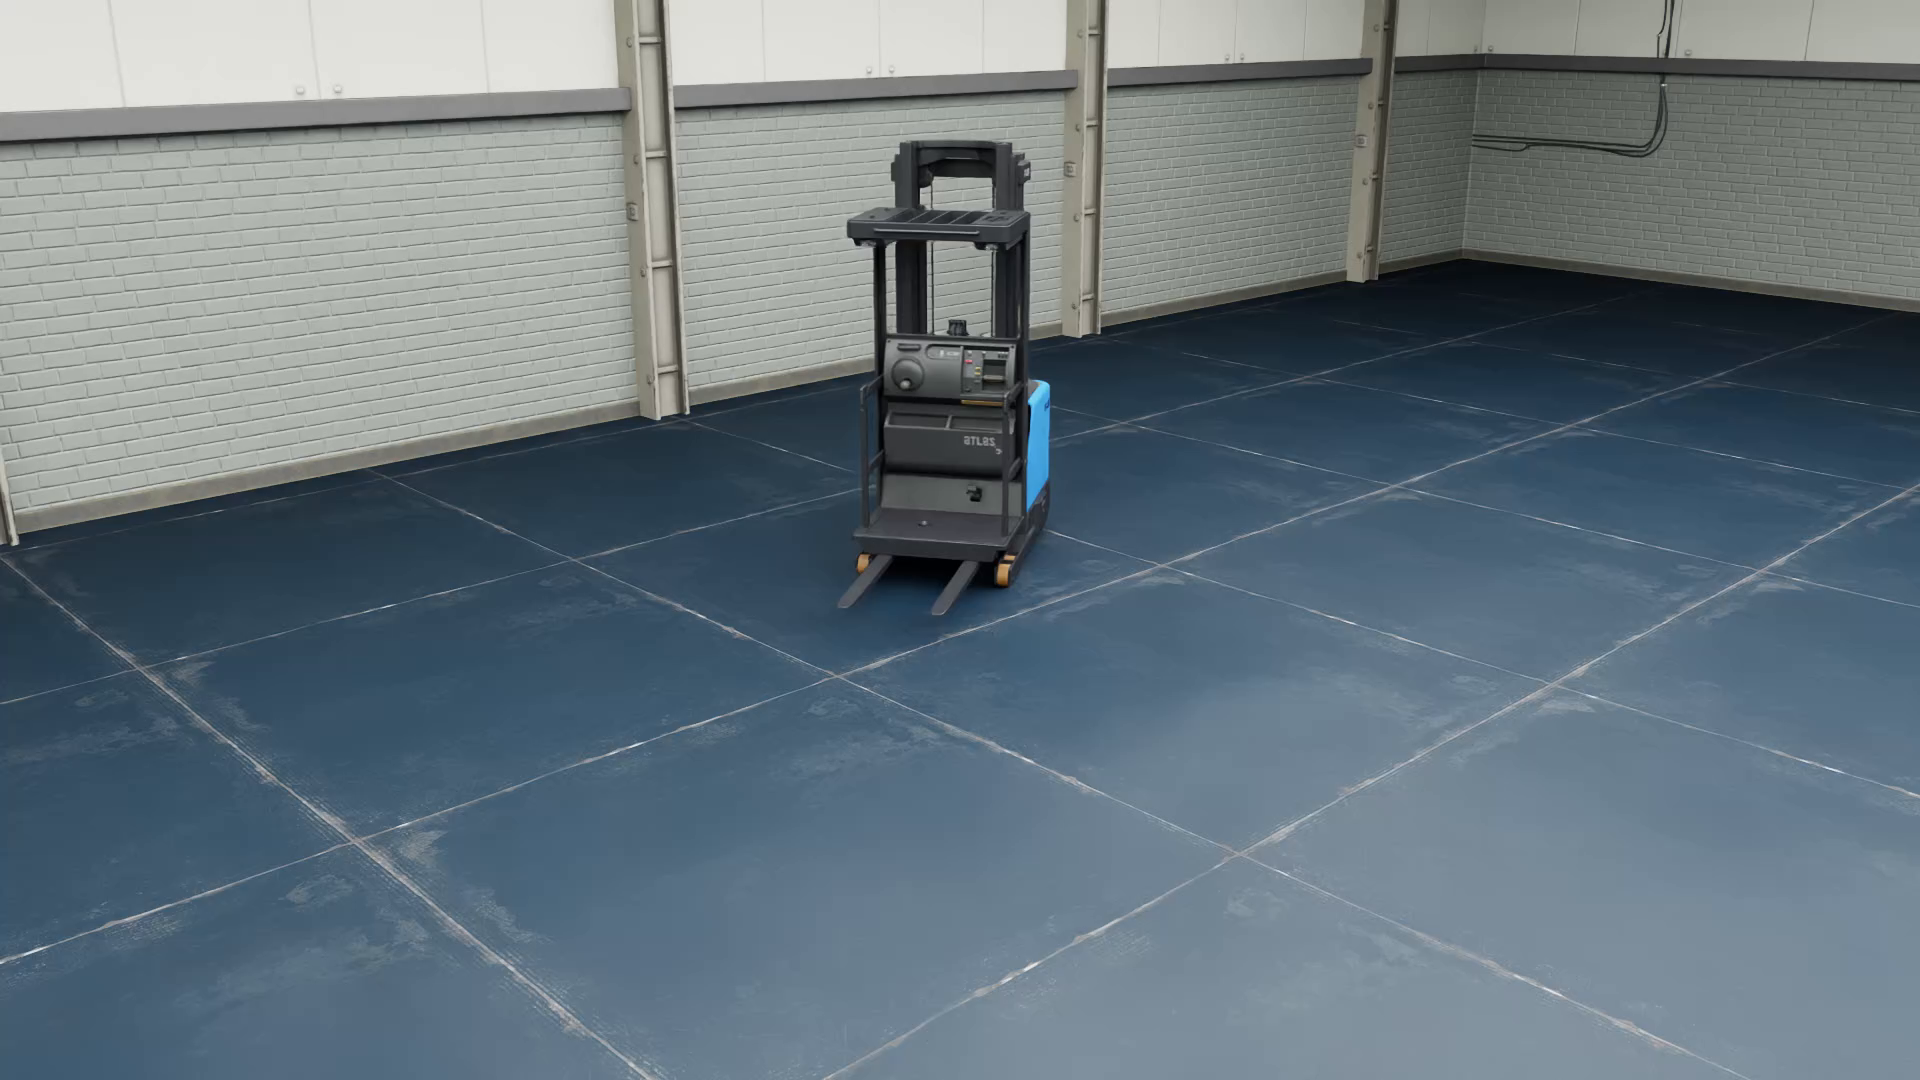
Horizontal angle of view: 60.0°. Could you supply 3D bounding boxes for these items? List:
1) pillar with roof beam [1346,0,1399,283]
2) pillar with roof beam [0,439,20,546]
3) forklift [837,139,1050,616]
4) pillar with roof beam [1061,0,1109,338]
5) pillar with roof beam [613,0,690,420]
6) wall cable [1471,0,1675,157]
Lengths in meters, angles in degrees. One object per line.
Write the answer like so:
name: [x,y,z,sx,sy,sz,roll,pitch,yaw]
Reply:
pillar with roof beam: [8.781,-7.092,19.768,0.400,9.000,9.100,-16,24,-41]
pillar with roof beam: [-4.298,-3.278,8.004,0.400,9.000,9.100,-16,24,-41]
forklift: [-0.116,-1.193,11.413,1.130,2.935,3.031,4,18,12]
pillar with roof beam: [4.422,-5.821,15.847,0.400,9.000,9.100,-16,24,-41]
pillar with roof beam: [0.062,-4.549,11.925,0.400,9.000,9.100,-16,24,-41]
wall cable: [8.873,-6.908,24.234,0.112,2.526,3.097,-16,24,-41]
